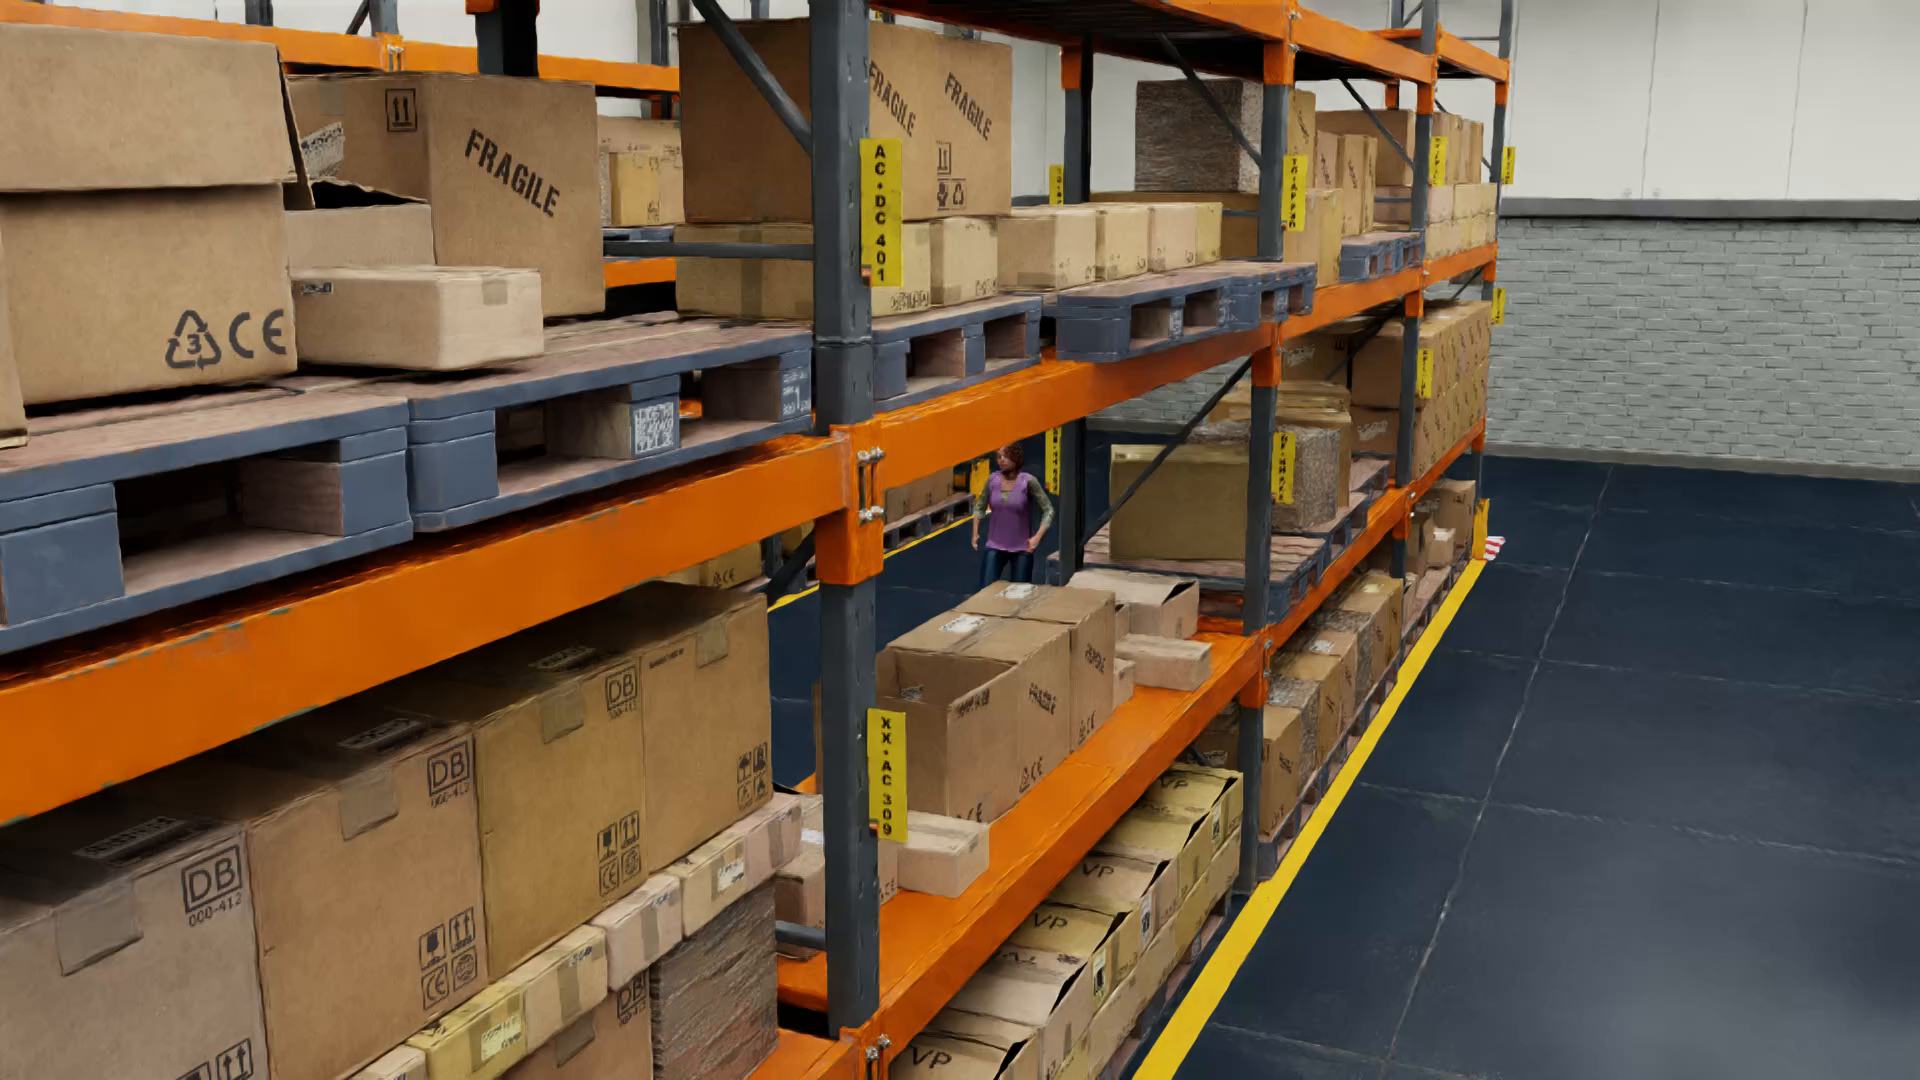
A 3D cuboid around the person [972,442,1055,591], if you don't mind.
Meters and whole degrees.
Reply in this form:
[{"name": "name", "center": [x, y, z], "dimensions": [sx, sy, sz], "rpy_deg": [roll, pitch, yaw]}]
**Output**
[{"name": "person", "center": [0.361, 0.081, 11.706], "dimensions": [0.602, 1.564, 0.442], "rpy_deg": [3, 13, 11]}]
